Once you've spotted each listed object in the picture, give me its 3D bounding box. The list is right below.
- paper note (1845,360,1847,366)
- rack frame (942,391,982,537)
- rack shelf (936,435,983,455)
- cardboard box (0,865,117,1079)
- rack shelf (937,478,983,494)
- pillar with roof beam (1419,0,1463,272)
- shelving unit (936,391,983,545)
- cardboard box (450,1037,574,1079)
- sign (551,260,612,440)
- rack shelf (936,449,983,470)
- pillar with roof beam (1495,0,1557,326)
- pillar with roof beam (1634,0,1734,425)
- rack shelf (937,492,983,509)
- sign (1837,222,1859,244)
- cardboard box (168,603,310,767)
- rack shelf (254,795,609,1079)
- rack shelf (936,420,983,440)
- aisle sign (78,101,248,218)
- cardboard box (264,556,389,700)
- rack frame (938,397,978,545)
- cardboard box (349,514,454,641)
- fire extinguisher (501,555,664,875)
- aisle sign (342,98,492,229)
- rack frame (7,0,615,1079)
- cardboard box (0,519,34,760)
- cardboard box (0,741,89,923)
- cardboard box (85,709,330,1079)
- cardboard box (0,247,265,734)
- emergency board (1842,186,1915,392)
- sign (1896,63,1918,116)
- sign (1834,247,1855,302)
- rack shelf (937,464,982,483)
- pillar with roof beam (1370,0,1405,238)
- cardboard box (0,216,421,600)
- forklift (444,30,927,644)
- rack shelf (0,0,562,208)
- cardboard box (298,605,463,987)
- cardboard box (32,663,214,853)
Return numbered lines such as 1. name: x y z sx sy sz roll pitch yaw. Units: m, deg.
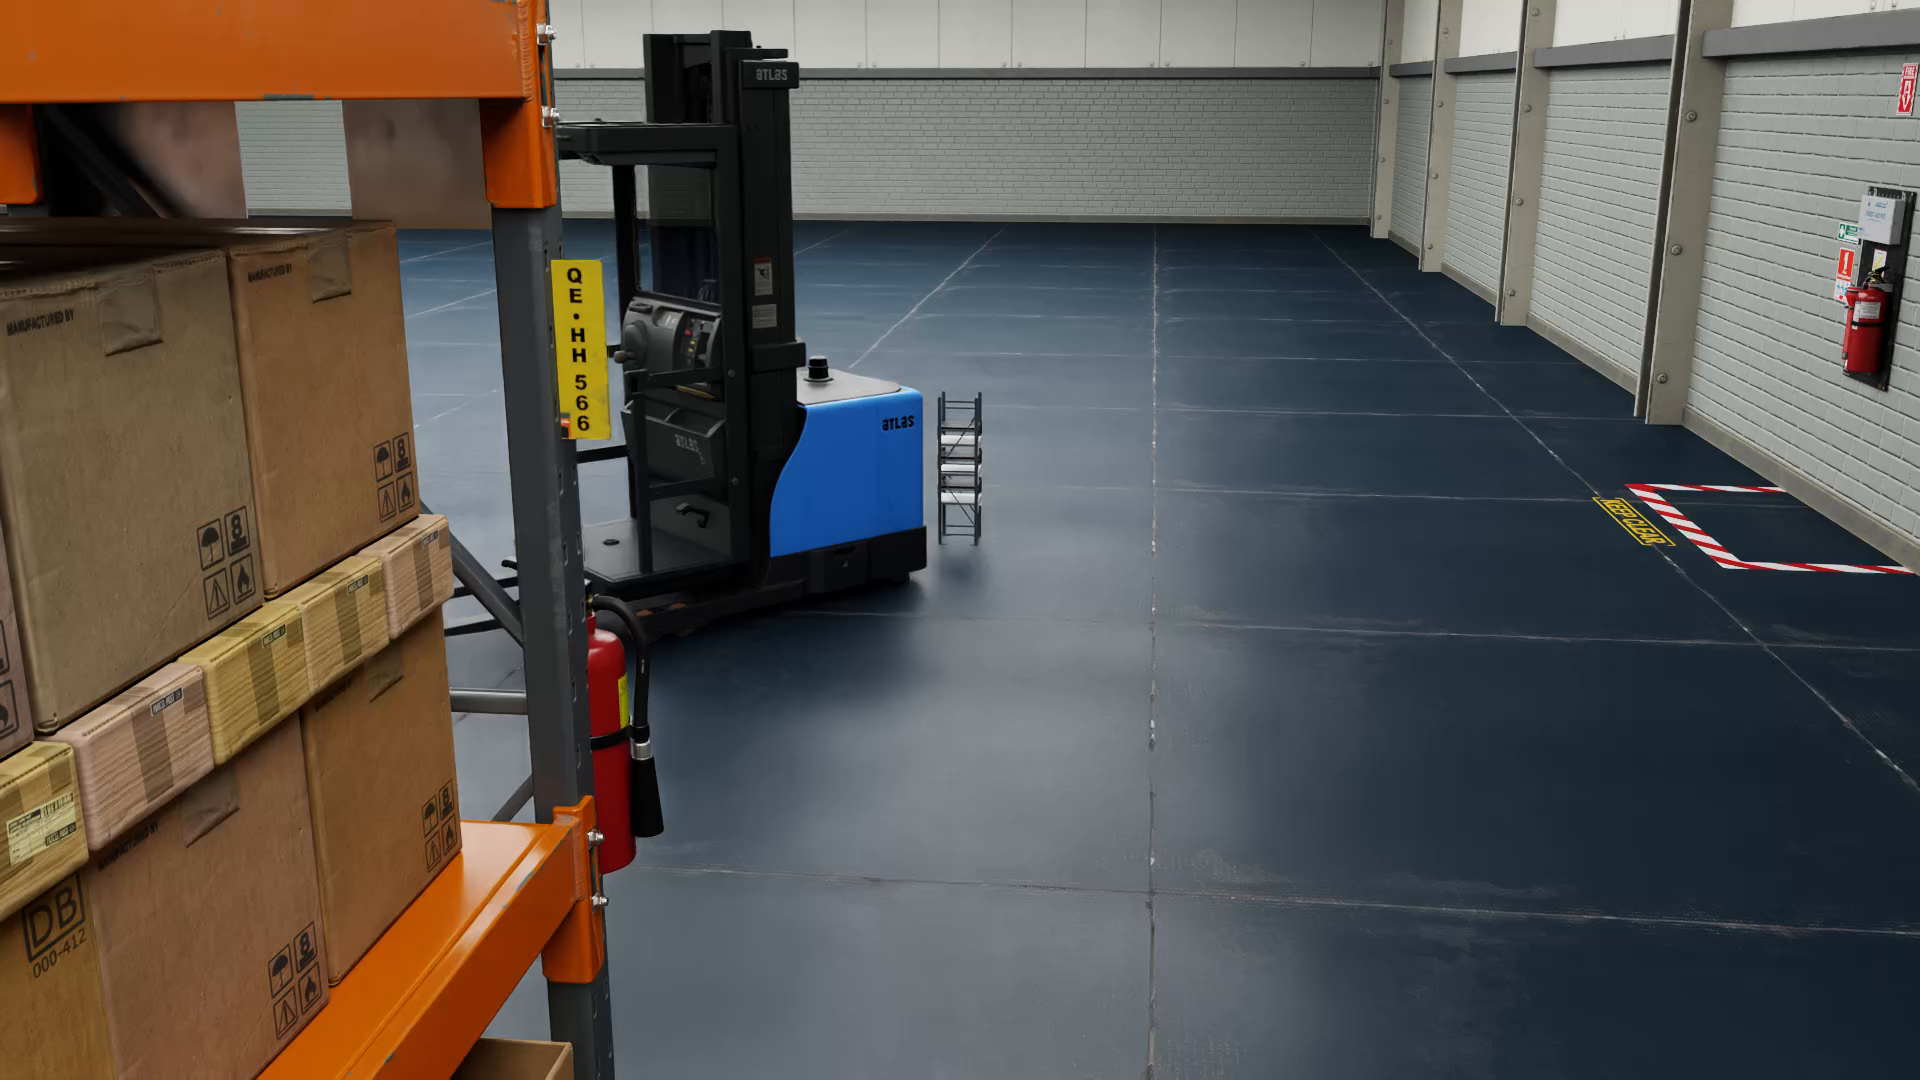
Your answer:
1. paper note: 5.559 -1.151 10.361 0.016 0.148 0.142 2 15 6
2. rack frame: 0.011 -0.459 10.134 0.240 0.900 0.006 2 15 6
3. rack shelf: -0.001 -0.574 9.999 0.258 0.077 0.200 2 15 6
4. cardboard box: -1.408 0.649 1.825 0.700 0.500 0.500 2 15 7
5. rack shelf: -0.001 -0.313 10.069 0.258 0.077 0.200 2 15 6
6. pillar with roof beam: 2.908 -8.584 24.669 9.100 9.000 0.400 2 15 6
7. shelving unit: -0.001 -0.432 10.037 0.258 0.900 0.210 2 15 6
8. cardboard box: -0.991 1.222 2.924 0.500 0.500 0.500 2 15 6
9. sign: -0.688 -0.342 3.010 0.100 0.325 0.005 2 15 6
10. rack shelf: -0.001 -0.487 10.022 0.258 0.077 0.200 2 15 6
11. pillar with roof beam: 2.231 -7.028 18.914 9.100 9.000 0.400 2 15 6
12. pillar with roof beam: 1.553 -5.472 13.159 9.100 9.000 0.400 2 15 6
13. rack shelf: -0.001 -0.226 10.092 0.258 0.077 0.200 2 15 6
14. sign: 5.626 -1.945 10.526 0.001 0.109 0.331 2 15 6
15. cardboard box: -1.137 0.189 2.283 0.380 0.149 0.250 1 15 5
16. rack shelf: -1.452 1.177 1.440 1.077 0.370 4.000 2 15 6
17. rack shelf: -0.001 -0.661 9.975 0.258 0.077 0.200 2 15 6
18. aisle sign: -1.523 -0.970 3.021 0.394 0.787 0.004 2 15 6
19. cardboard box: -1.108 0.123 2.528 0.380 0.149 0.250 2 15 8
20. rack frame: -0.012 -0.406 9.939 0.240 0.900 0.006 2 15 6
21. cardboard box: -1.080 0.055 2.779 0.380 0.149 0.250 1 15 5
22. fire extinguisher: -0.751 0.332 3.337 0.296 0.674 0.183 2 15 6
23. aisle sign: -0.927 -0.952 2.956 0.394 0.787 0.004 2 15 6
24. rack frame: -1.223 0.311 3.264 0.949 2.616 0.053 2 15 6
25. cardboard box: -1.407 0.038 1.596 0.700 0.500 0.500 2 15 6
26. cardboard box: -1.197 0.322 1.790 0.380 0.149 0.250 2 15 8
27. cardboard box: -1.346 0.520 2.301 0.700 0.500 0.500 2 15 8
28. cardboard box: -1.351 -0.092 2.080 0.700 0.500 0.500 1 15 5
29. emergency board: 5.471 -1.533 10.084 0.194 1.169 0.643 2 15 6
30. sign: 5.571 -2.651 9.778 0.001 0.298 0.199 2 15 6
31. sign: 5.636 -1.690 10.598 0.001 0.329 0.234 2 15 6
32. rack shelf: -0.001 -0.400 10.046 0.258 0.077 0.200 2 15 6
33. pillar with roof beam: 3.585 -10.140 30.424 9.100 9.000 0.400 2 15 6
34. cardboard box: -1.297 -0.229 2.585 0.700 0.500 0.500 2 15 6
35. forklift: -1.652 -1.053 8.442 3.031 2.935 1.130 -12 19 -37
36. rack shelf: -1.452 -0.271 1.048 1.077 0.370 4.000 2 15 6
37. cardboard box: -1.291 0.384 2.805 0.700 0.500 0.500 2 15 6
38. cardboard box: -1.167 0.254 2.042 0.380 0.149 0.250 2 15 7
